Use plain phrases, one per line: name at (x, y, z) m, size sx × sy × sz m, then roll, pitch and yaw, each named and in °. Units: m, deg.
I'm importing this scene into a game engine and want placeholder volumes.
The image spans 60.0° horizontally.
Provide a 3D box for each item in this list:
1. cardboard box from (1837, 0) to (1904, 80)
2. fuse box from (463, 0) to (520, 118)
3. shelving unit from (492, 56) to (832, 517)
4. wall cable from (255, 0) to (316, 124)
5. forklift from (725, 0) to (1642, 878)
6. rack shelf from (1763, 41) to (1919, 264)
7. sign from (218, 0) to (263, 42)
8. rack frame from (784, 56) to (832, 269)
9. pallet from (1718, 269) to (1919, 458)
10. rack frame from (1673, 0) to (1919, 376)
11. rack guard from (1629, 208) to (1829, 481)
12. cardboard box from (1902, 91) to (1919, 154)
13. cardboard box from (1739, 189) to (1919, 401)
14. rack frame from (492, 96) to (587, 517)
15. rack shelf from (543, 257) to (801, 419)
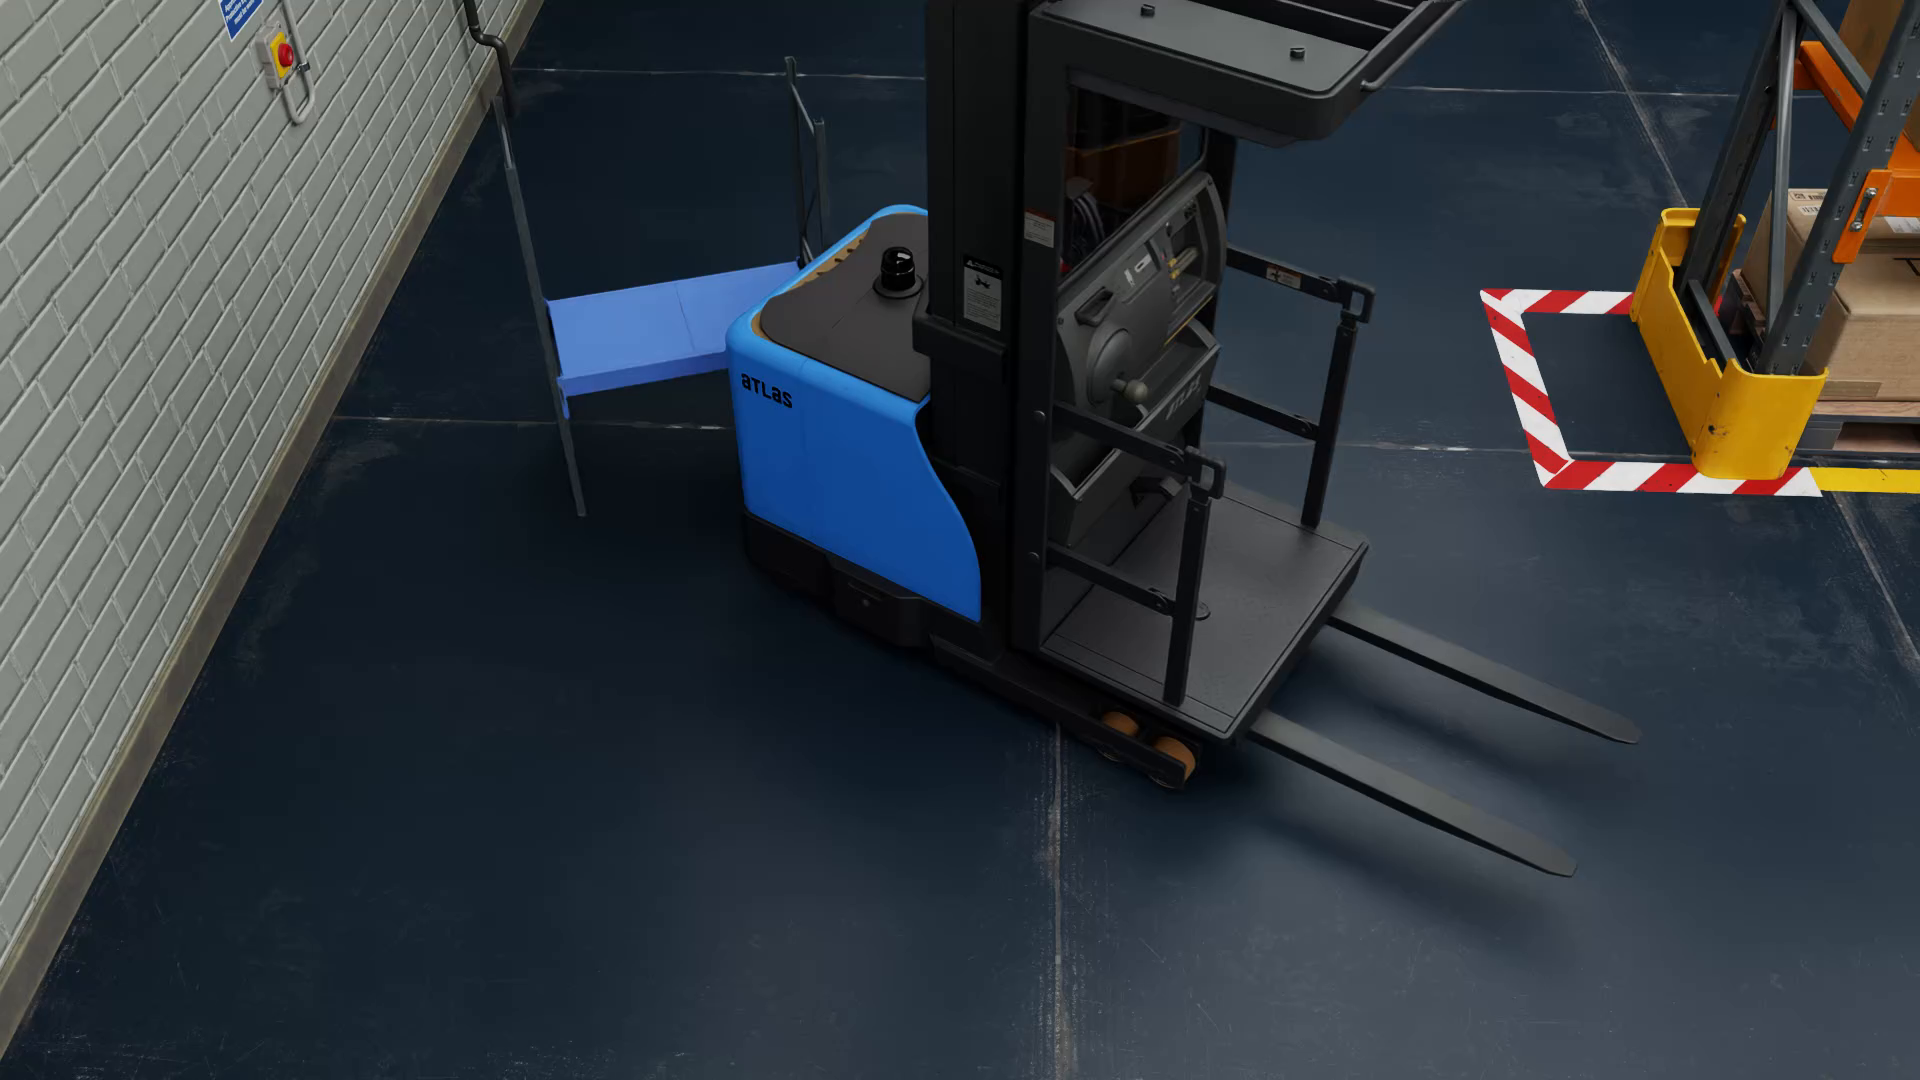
cardboard box at (3.610, -1.934, 6.052) m, size 0.500 × 0.500 × 0.500 m, roll 2°, pitch 43°, yaw 2°
fuse box at (-2.277, -2.843, 8.047) m, size 0.414 × 1.711 × 0.539 m, roll 2°, pitch 43°, yaw 2°
shelving unit at (-1.024, -0.901, 6.117) m, size 1.048 × 1.500 × 0.538 m, roll -11°, pitch 44°, yaw -12°
wall cable at (-2.517, -2.272, 5.720) m, size 0.123 × 1.953 × 0.585 m, roll 2°, pitch 43°, yaw 2°
forklift at (0.721, -0.688, 4.838) m, size 3.031 × 2.935 × 1.130 m, roll 25°, pitch 48°, yaw 24°
rack shelf at (5.115, -1.407, 6.087) m, size 4.000 × 0.370 × 1.077 m, roll 2°, pitch 43°, yaw 2°
sign at (-2.581, -1.957, 5.951) m, size 0.001 × 0.218 × 0.327 m, roll 2°, pitch 43°, yaw 2°
rack frame at (-0.537, -0.999, 6.222) m, size 0.032 × 1.500 × 0.500 m, roll -11°, pitch 44°, yaw -12°
pallet at (3.919, -0.740, 6.889) m, size 1.213 × 0.211 × 1.003 m, roll 2°, pitch 43°, yaw 2°
rack frame at (3.117, -1.732, 5.908) m, size 0.127 × 3.000 × 1.000 m, roll 2°, pitch 43°, yaw 2°
rack guard at (3.093, -0.818, 6.761) m, size 0.348 × 0.500 × 1.175 m, roll 2°, pitch 43°, yaw 2°
cardboard box at (3.583, -1.558, 5.648) m, size 0.500 × 0.500 × 0.500 m, roll 1°, pitch 43°, yaw 2°
cardboard box at (3.780, -0.996, 6.690) m, size 0.875 × 0.438 × 0.875 m, roll 0°, pitch 43°, yaw 0°
rack frame at (-1.512, -0.803, 6.011) m, size 0.032 × 1.500 × 0.500 m, roll -11°, pitch 44°, yaw -12°
rack shelf at (-1.024, -0.769, 6.240) m, size 1.000 × 0.185 × 0.538 m, roll -11°, pitch 44°, yaw -12°
